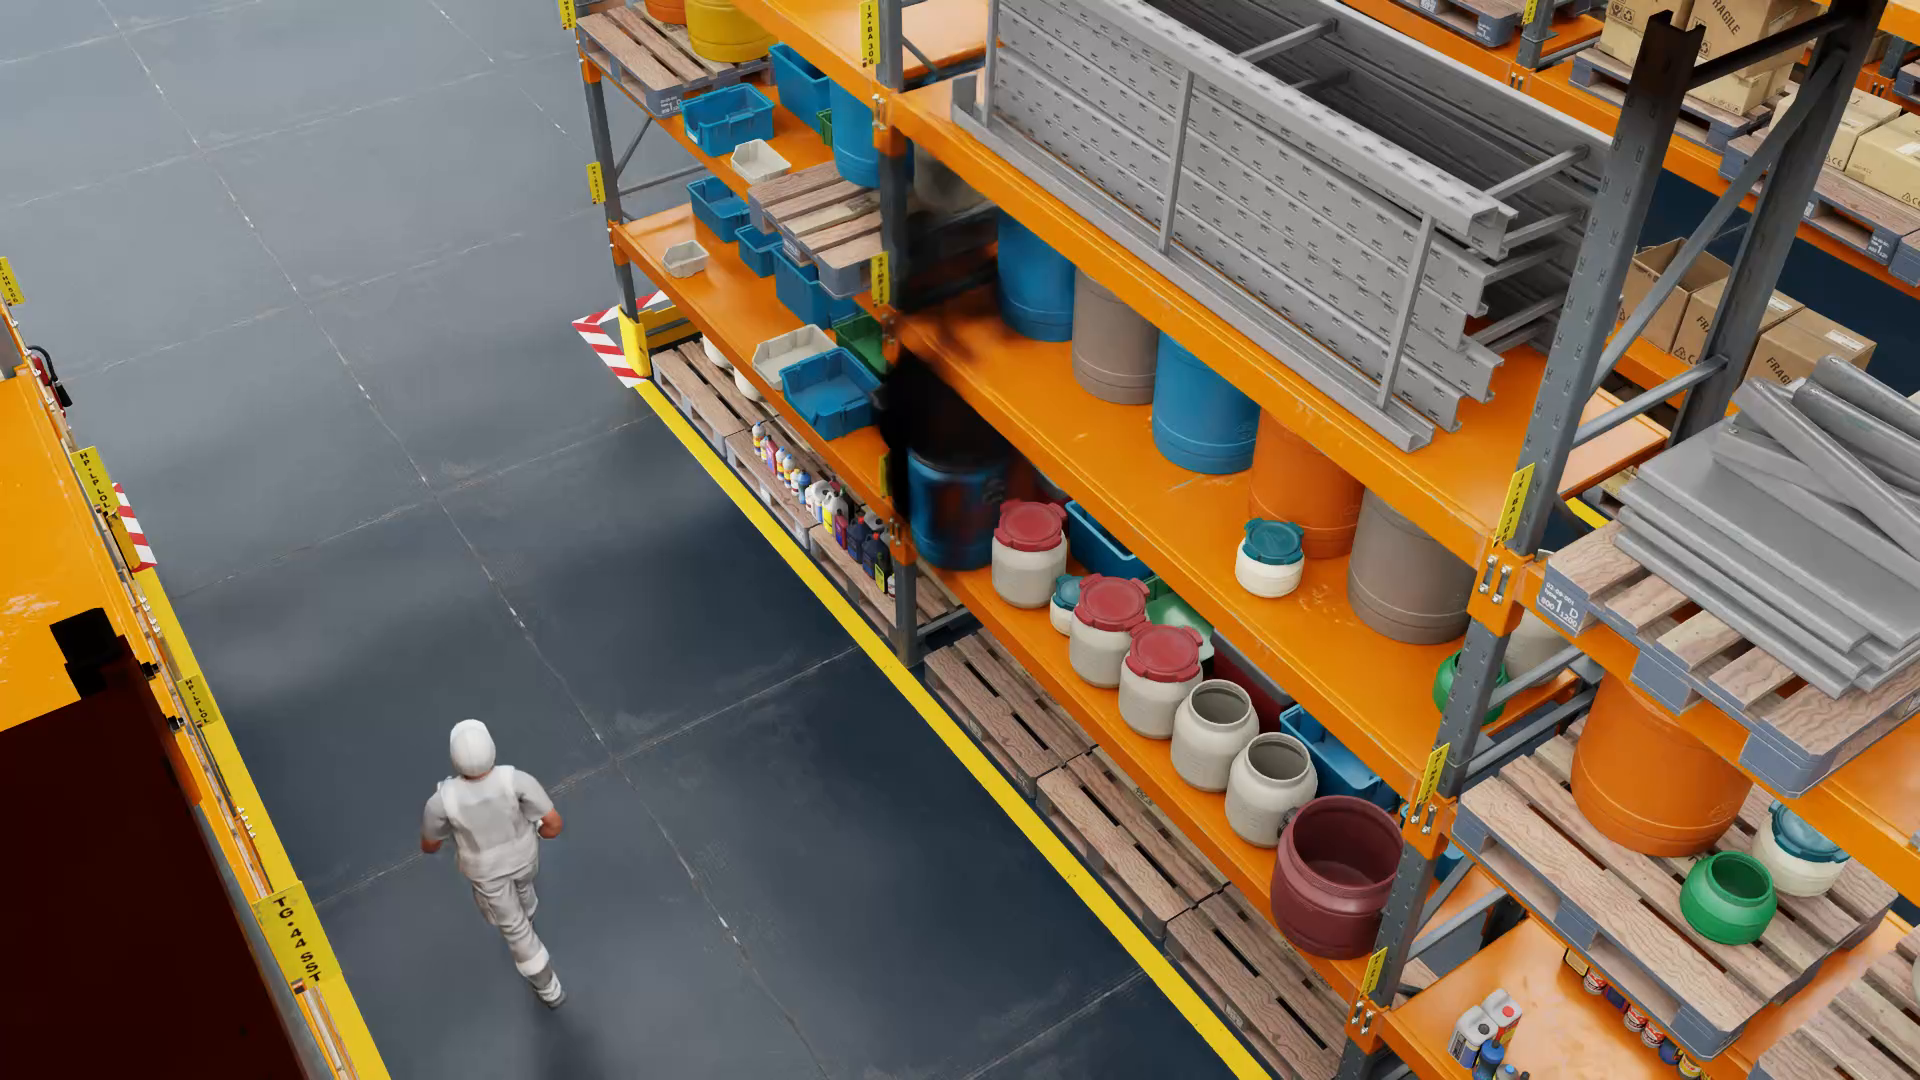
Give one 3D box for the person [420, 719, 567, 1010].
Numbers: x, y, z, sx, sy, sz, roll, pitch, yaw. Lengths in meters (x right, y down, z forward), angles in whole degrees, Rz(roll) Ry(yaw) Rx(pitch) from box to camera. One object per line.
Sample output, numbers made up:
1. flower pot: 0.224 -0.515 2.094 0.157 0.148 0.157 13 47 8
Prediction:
1. person: -2.301 1.593 8.267 0.633 1.815 0.872 -23 47 -23
